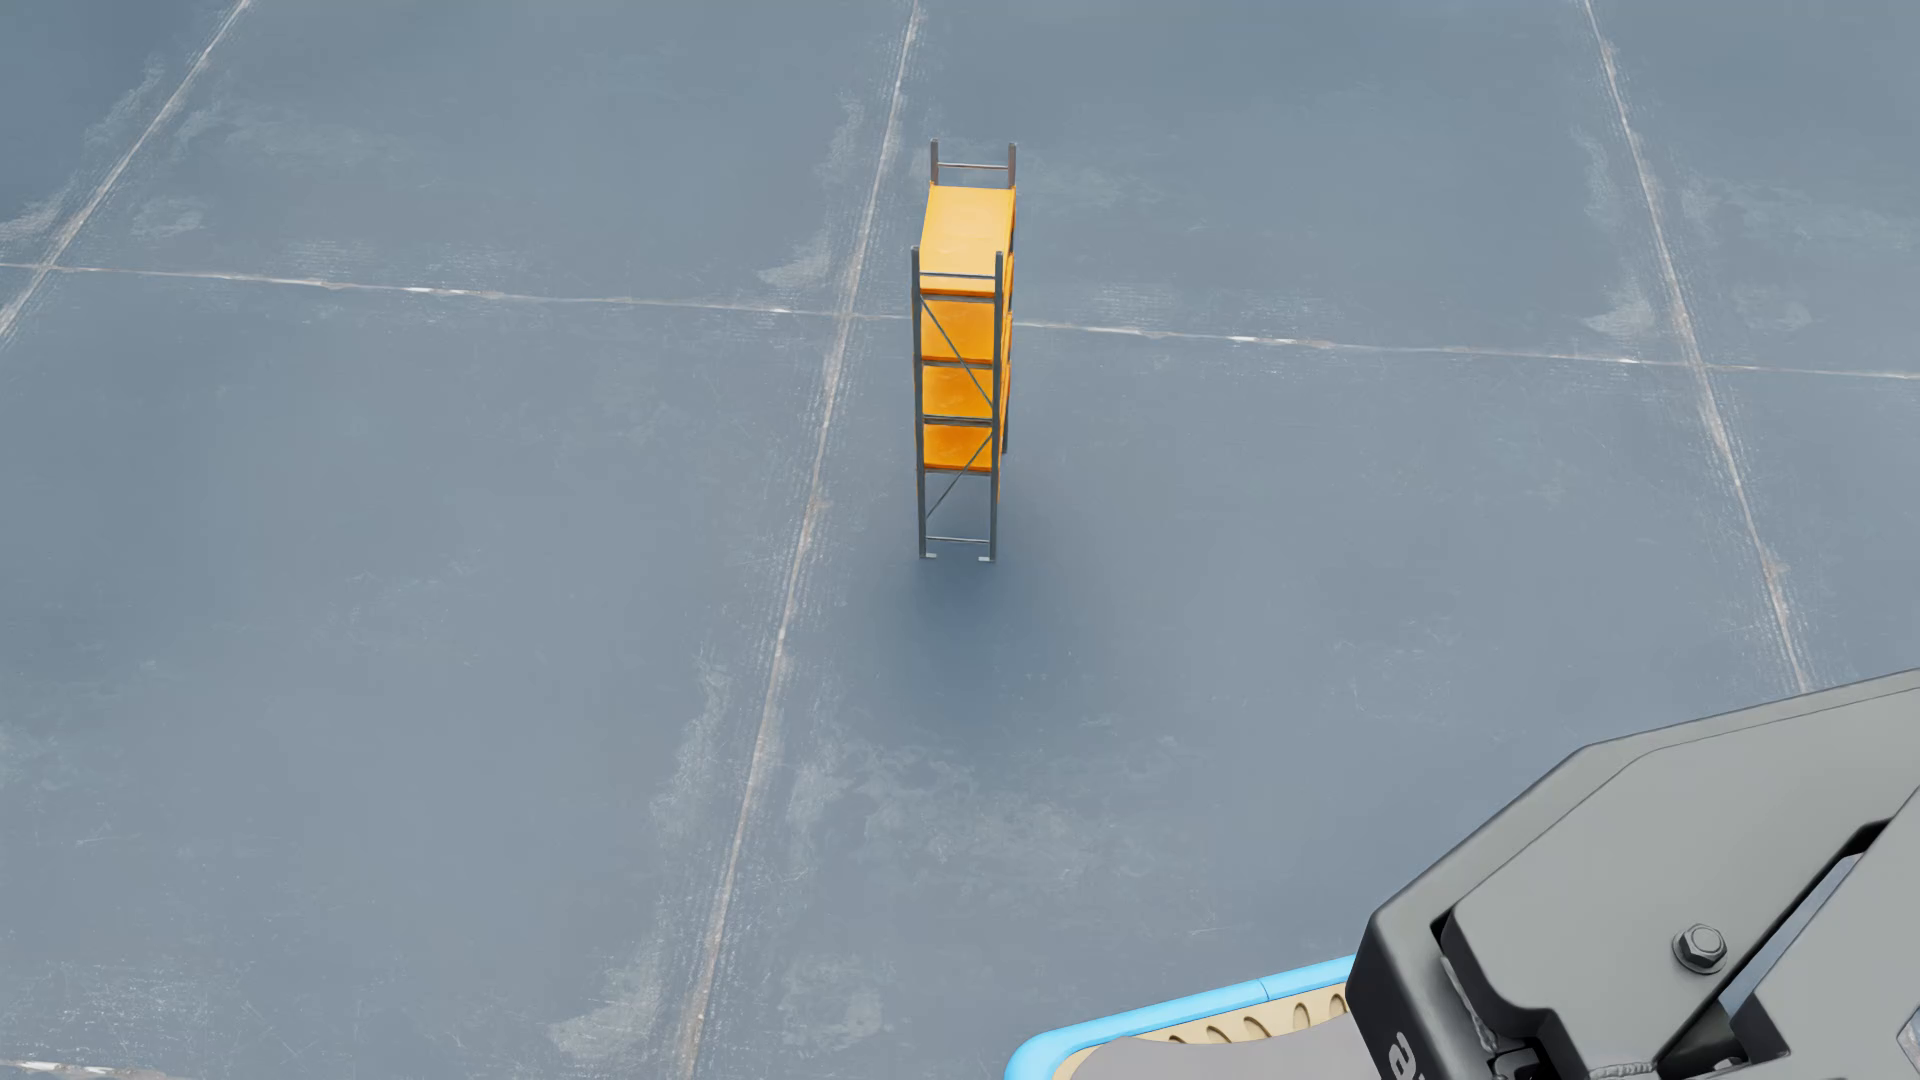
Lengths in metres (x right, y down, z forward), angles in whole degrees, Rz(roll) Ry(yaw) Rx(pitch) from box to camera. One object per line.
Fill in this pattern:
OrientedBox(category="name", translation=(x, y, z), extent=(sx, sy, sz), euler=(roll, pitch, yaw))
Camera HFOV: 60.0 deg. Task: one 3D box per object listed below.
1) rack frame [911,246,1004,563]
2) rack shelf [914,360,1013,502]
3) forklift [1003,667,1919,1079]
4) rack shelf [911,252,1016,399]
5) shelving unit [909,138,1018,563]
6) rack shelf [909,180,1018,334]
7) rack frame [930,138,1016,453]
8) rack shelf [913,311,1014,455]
OrientedBox(category="rack frame", translation=(-0.007, -0.347, 4.755), extent=(0.240, 1.200, 0.015), euler=(4, 48, 4))
OrientedBox(category="rack shelf", translation=(0.015, -0.347, 5.115), extent=(0.258, 0.148, 0.480), euler=(4, 48, 4))
OrientedBox(category="forklift", translation=(0.933, 1.600, 1.801), extent=(1.130, 2.935, 3.031), euler=(-11, 49, -10))
OrientedBox(category="rack shelf", translation=(0.015, -0.632, 4.803), extent=(0.258, 0.148, 0.480), euler=(4, 48, 4))
OrientedBox(category="shelving unit", translation=(0.015, -0.527, 4.919), extent=(0.258, 1.200, 0.503), euler=(4, 48, 4))
OrientedBox(category="rack shelf", translation=(0.015, -0.792, 4.629), extent=(0.258, 0.148, 0.480), euler=(4, 48, 4))
OrientedBox(category="rack frame", translation=(0.037, -0.706, 5.083), extent=(0.240, 1.200, 0.015), euler=(4, 48, 4))
OrientedBox(category="rack shelf", translation=(0.015, -0.481, 4.968), extent=(0.258, 0.148, 0.480), euler=(4, 48, 4))
